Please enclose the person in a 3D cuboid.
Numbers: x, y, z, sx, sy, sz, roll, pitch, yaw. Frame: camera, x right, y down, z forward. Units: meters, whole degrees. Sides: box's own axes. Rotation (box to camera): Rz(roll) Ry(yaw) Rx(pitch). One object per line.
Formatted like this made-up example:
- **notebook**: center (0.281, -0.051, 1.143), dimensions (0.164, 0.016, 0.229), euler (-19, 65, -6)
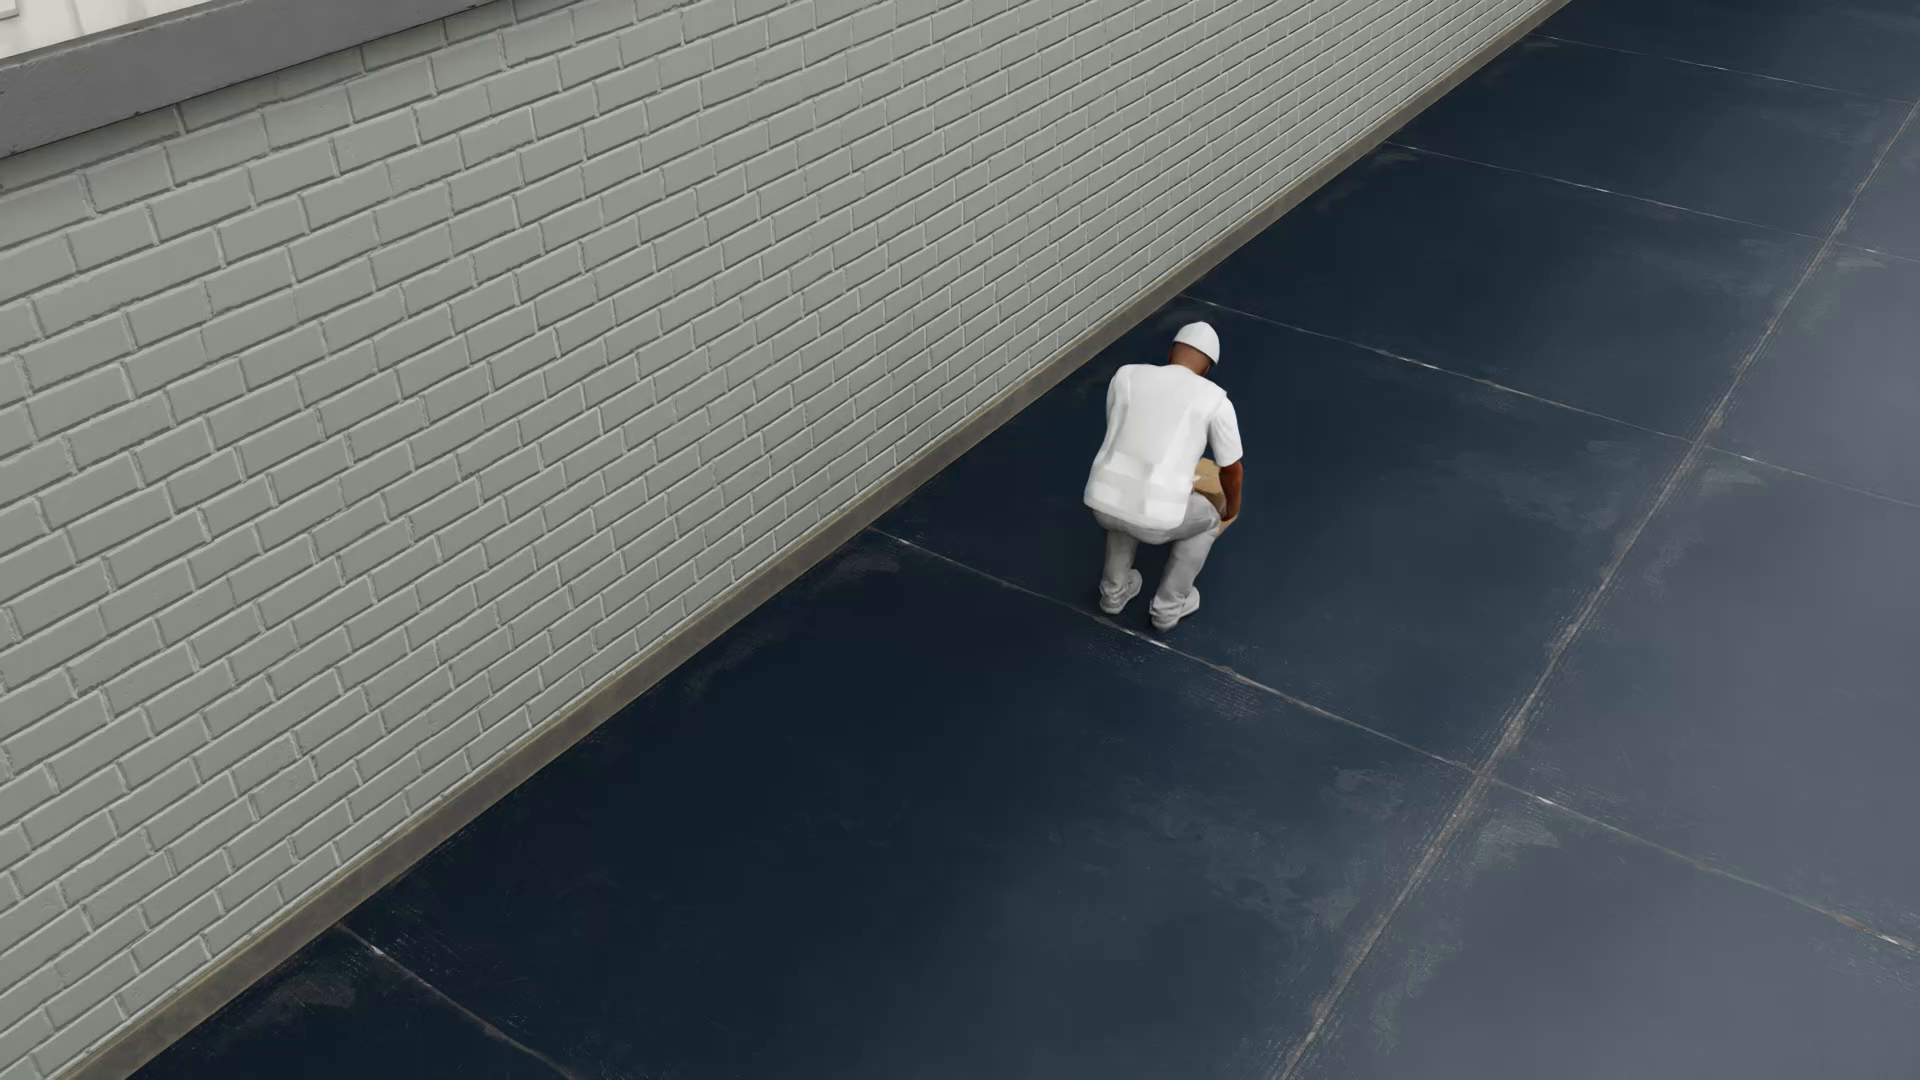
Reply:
- **person**: center (0.820, -0.255, 6.993), dimensions (0.620, 1.207, 0.839), euler (21, 40, 28)
